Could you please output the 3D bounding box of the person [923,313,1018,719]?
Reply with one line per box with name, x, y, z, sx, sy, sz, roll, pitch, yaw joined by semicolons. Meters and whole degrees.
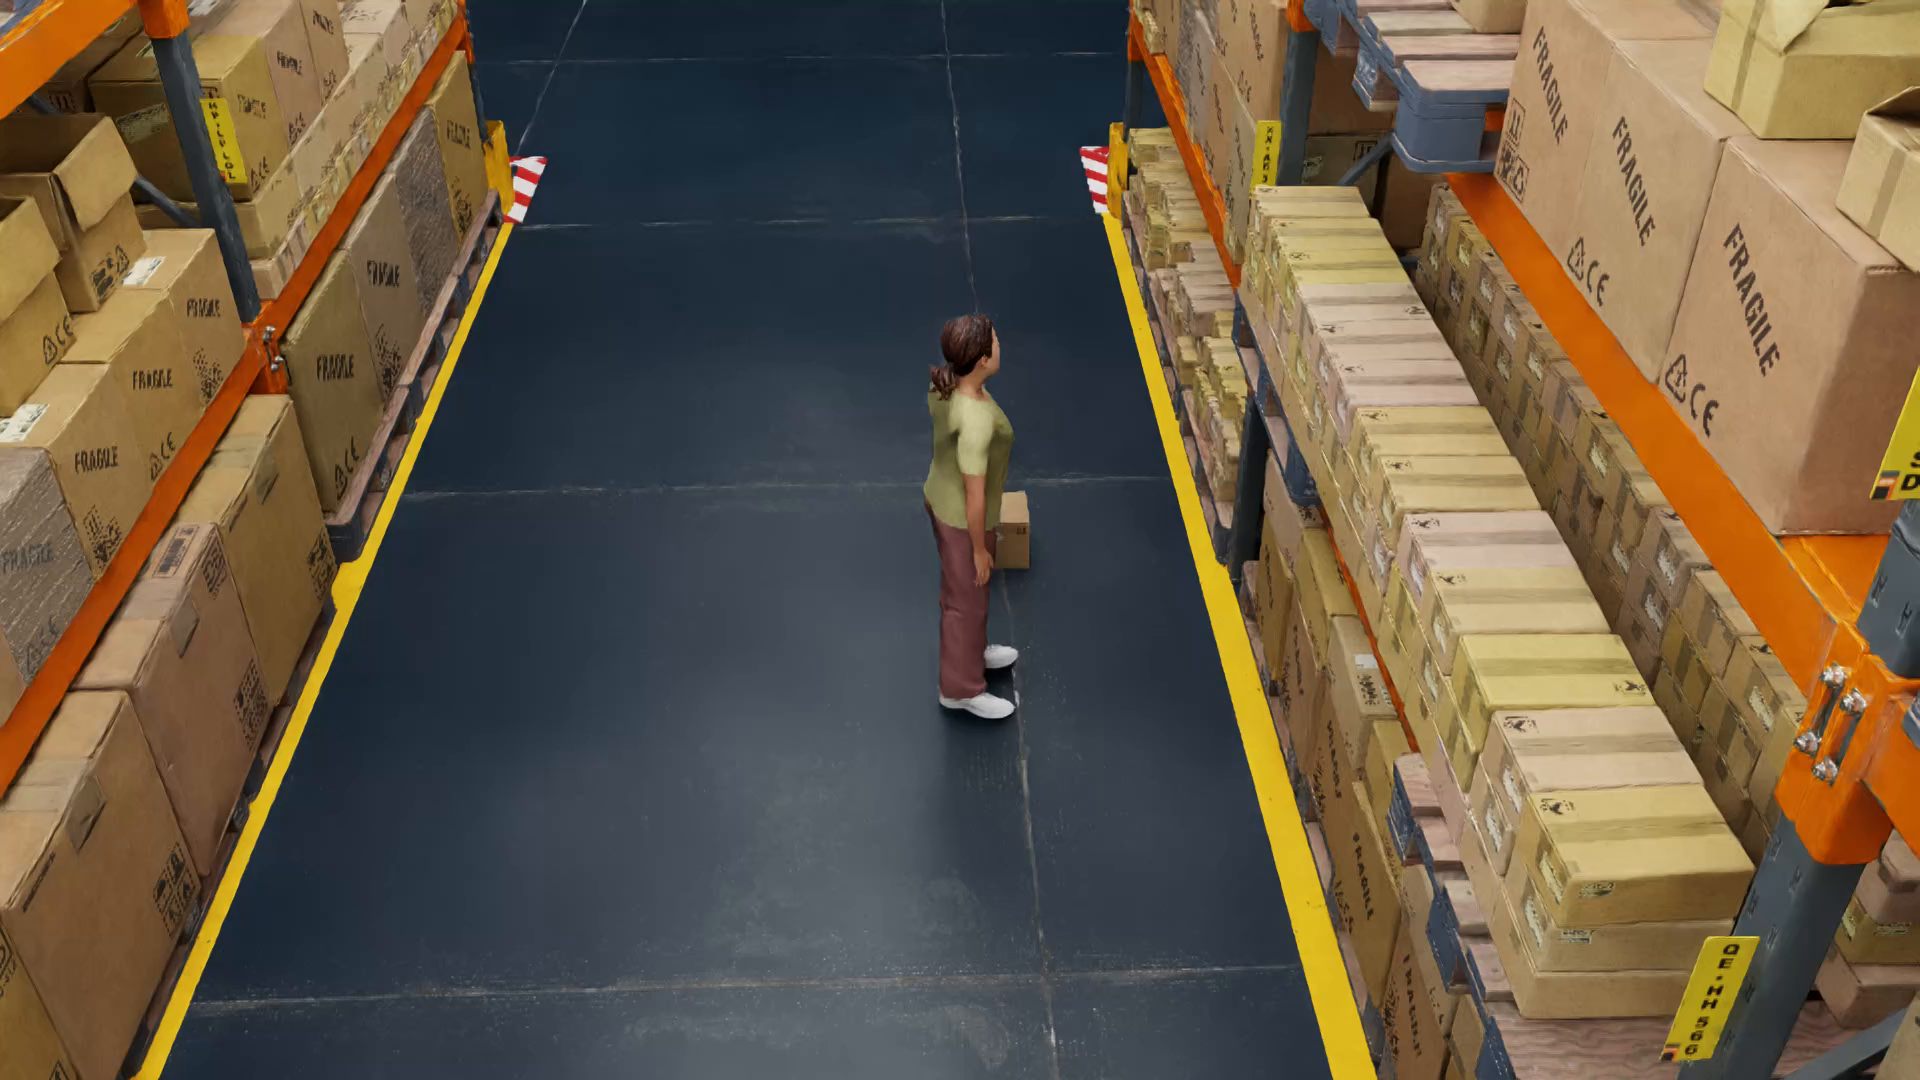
person;0.077;-0.098;6.248;0.399;1.679;0.556;-12;37;-16
